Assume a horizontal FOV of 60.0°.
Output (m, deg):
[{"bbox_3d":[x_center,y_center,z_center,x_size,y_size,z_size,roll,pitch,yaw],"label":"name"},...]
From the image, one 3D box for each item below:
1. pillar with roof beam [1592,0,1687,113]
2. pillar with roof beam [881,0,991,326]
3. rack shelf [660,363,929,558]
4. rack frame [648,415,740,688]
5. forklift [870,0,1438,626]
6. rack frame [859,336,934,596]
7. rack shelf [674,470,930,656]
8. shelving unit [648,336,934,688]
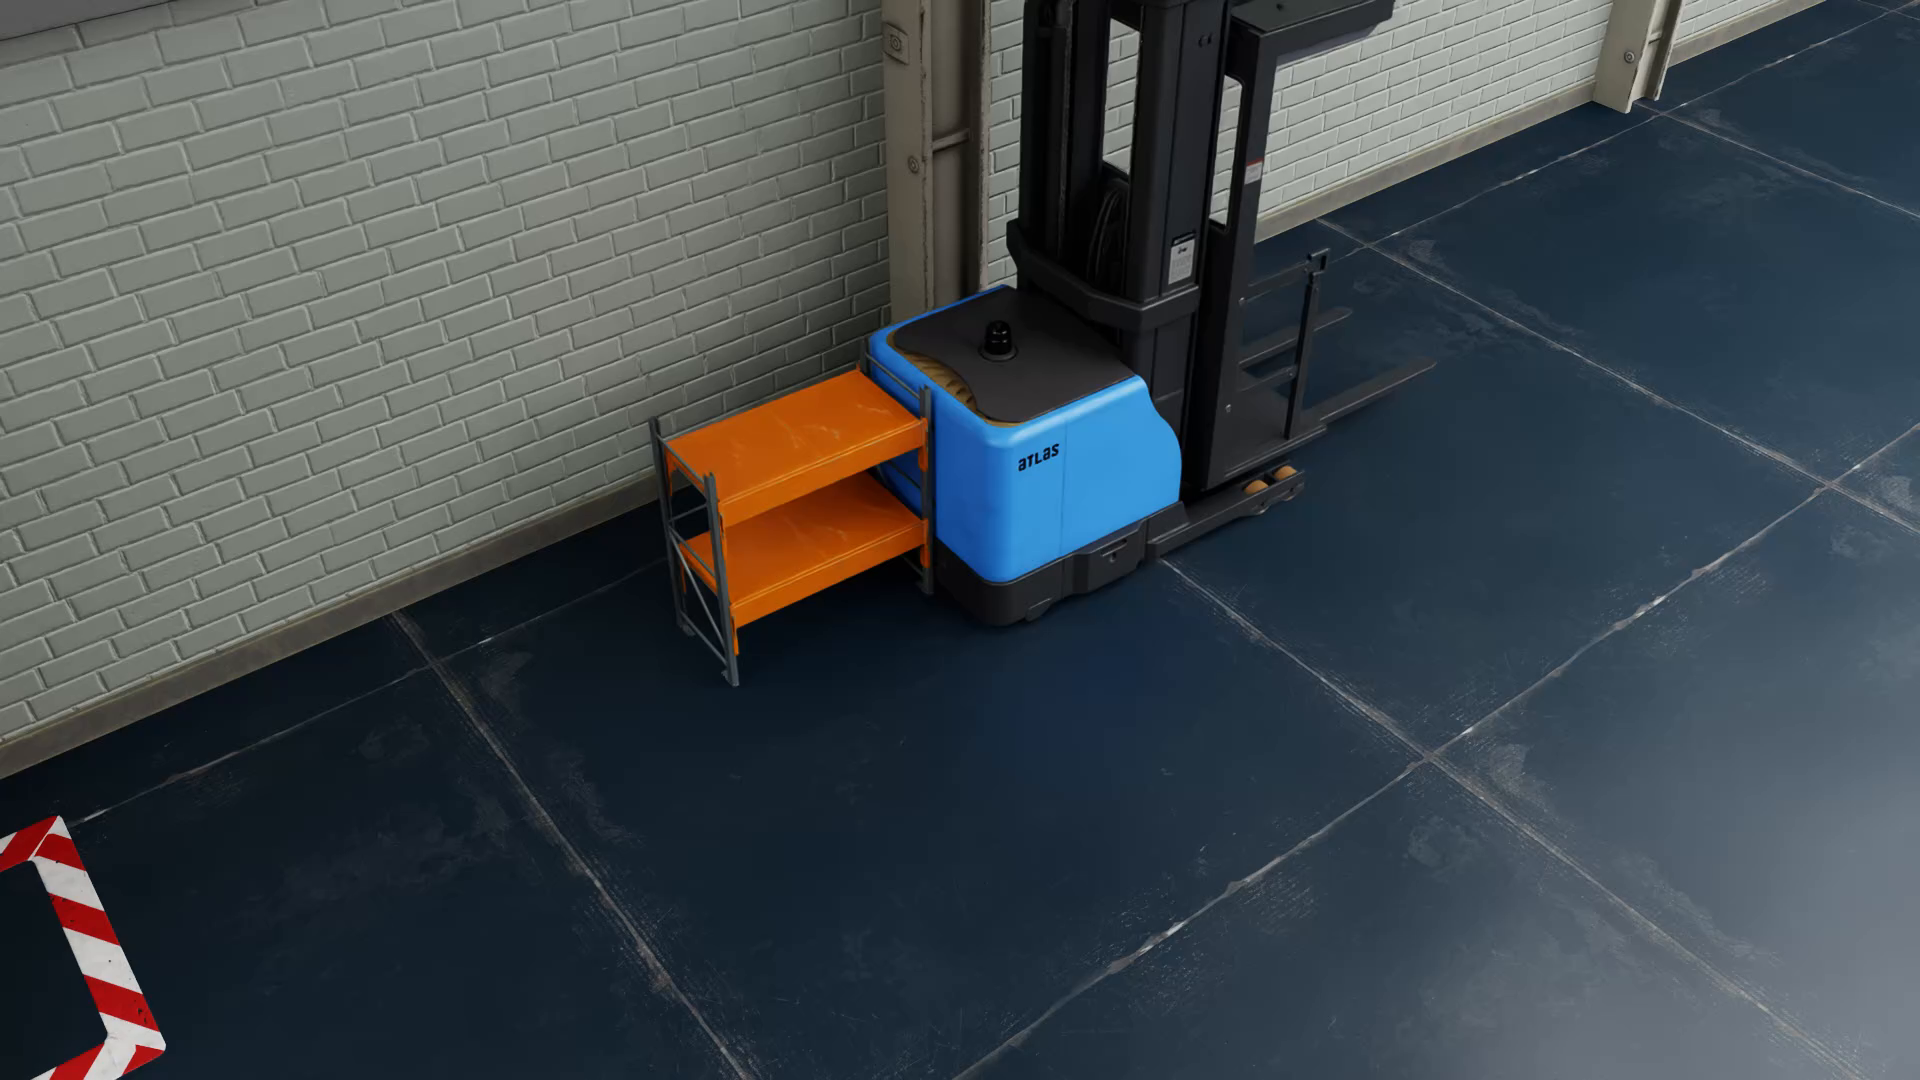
[{"bbox_3d":[7.274,-4.409,6.163,0.400,9.000,9.100,-26,46,-28],"label":"pillar with roof beam"},{"bbox_3d":[2.517,-2.090,3.336,0.400,9.000,9.100,-26,46,-28],"label":"pillar with roof beam"},{"bbox_3d":[-0.690,-0.351,6.963,1.000,0.278,0.538,-25,45,-27],"label":"rack shelf"},{"bbox_3d":[-1.103,0.064,6.919,0.032,1.125,0.500,-25,45,-27],"label":"rack frame"},{"bbox_3d":[1.069,-1.503,7.404,3.031,2.935,1.130,-25,45,-27],"label":"forklift"},{"bbox_3d":[-0.278,-0.313,7.378,0.032,1.125,0.500,-25,45,-27],"label":"rack frame"},{"bbox_3d":[-0.690,0.064,7.304,1.000,0.278,0.538,-25,45,-27],"label":"rack shelf"},{"bbox_3d":[-0.690,-0.125,7.149,1.048,1.125,0.538,-25,45,-27],"label":"shelving unit"}]
